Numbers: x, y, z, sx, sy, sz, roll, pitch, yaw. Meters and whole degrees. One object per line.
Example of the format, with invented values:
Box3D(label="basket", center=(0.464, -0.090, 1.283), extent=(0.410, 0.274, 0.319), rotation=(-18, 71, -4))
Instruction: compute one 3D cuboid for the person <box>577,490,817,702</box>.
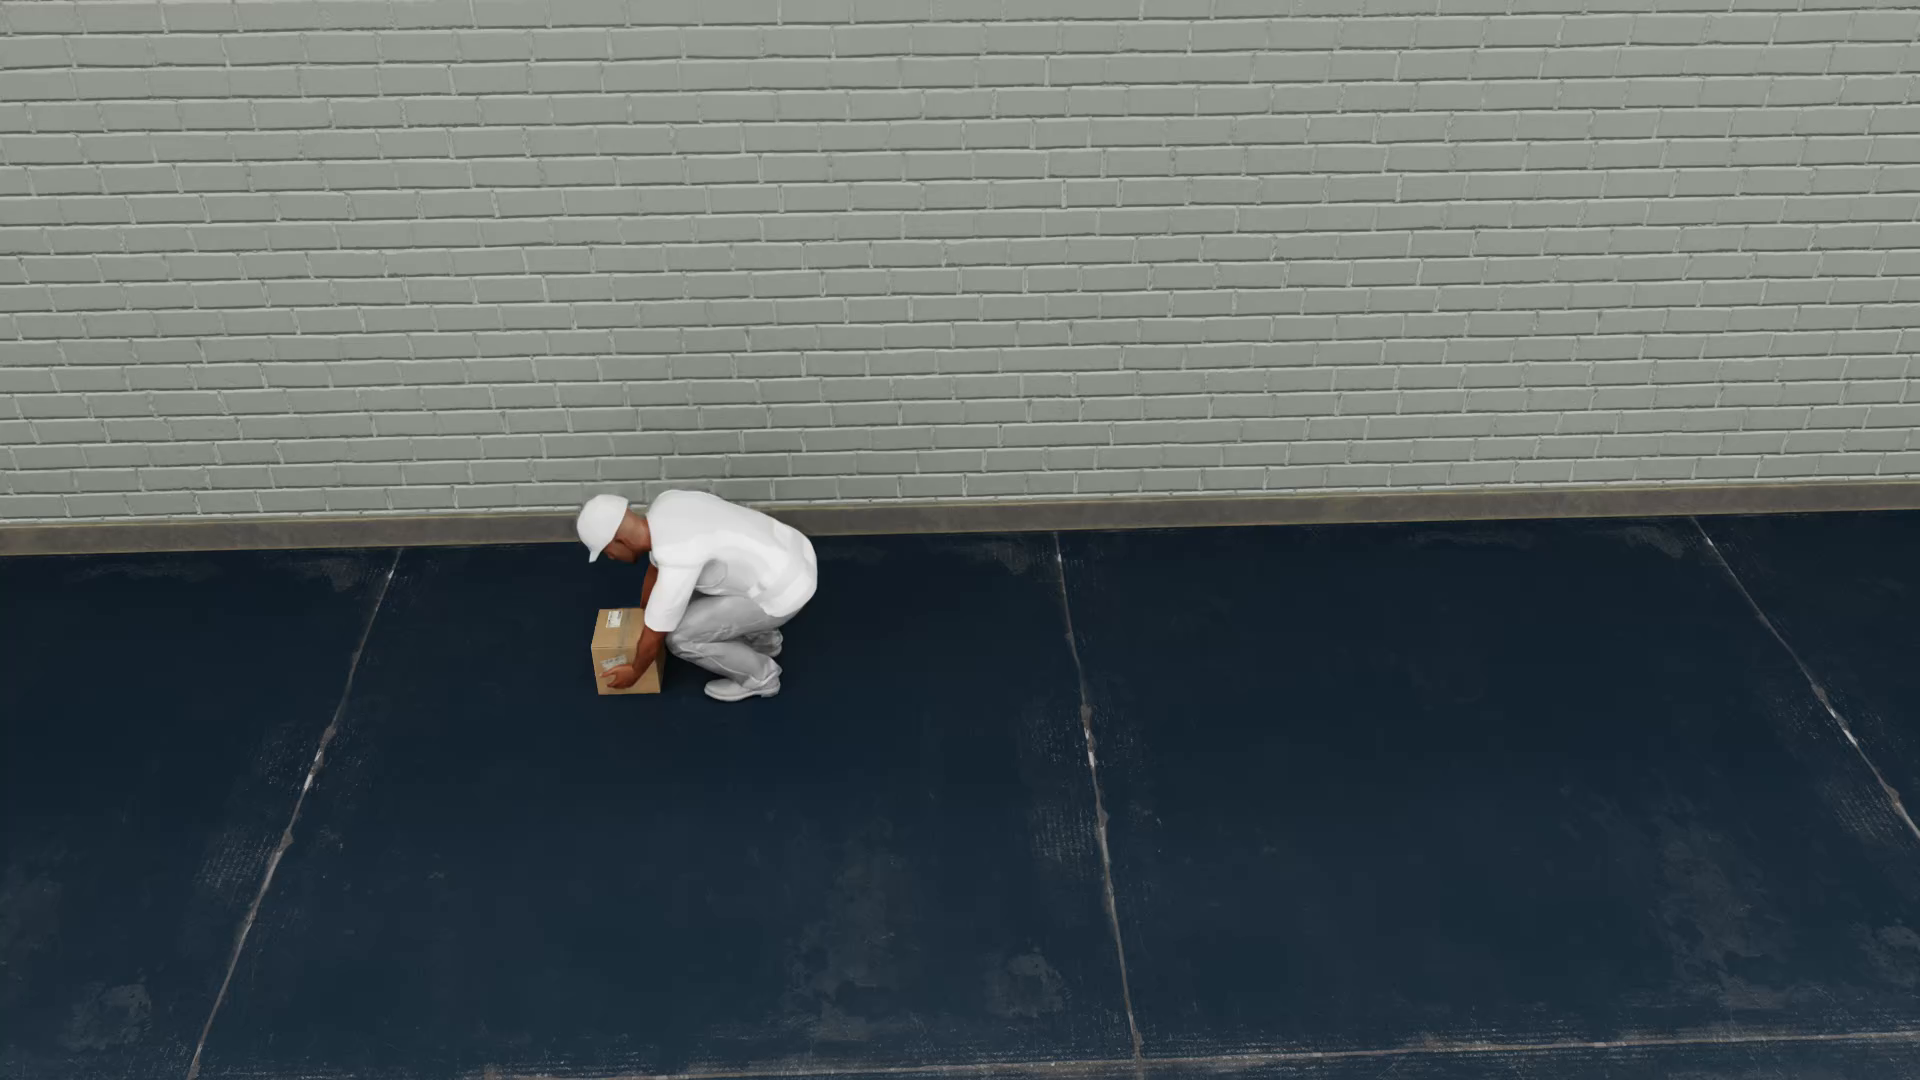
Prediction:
Box3D(label="person", center=(-1.014, 0.195, 6.584), extent=(0.896, 0.926, 0.569), rotation=(-2, 35, -2))
